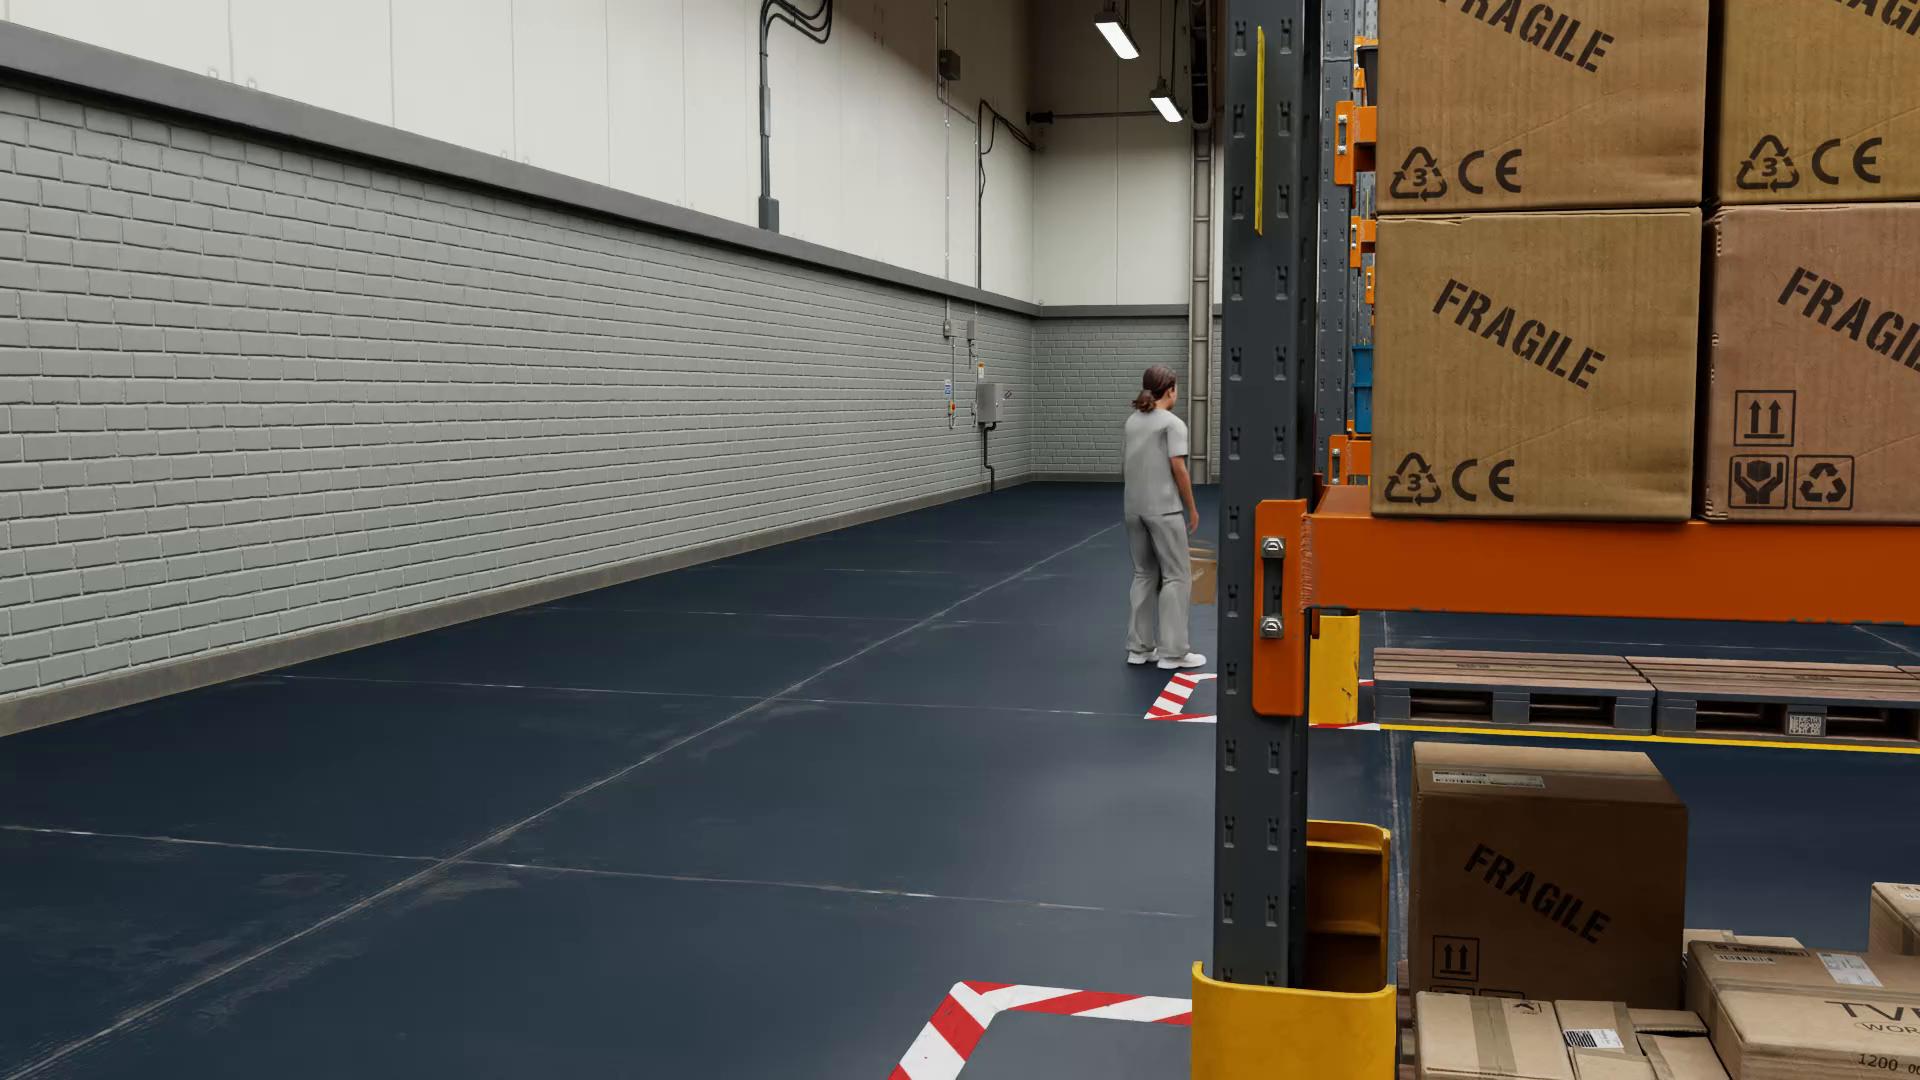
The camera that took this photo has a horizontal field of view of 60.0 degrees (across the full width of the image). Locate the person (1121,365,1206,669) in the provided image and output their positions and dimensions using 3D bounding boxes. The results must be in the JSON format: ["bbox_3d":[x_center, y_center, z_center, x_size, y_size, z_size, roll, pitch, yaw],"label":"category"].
[{"bbox_3d":[1.106,-0.134,9.283,0.363,1.675,0.476,-4,6,-41],"label":"person"}]
